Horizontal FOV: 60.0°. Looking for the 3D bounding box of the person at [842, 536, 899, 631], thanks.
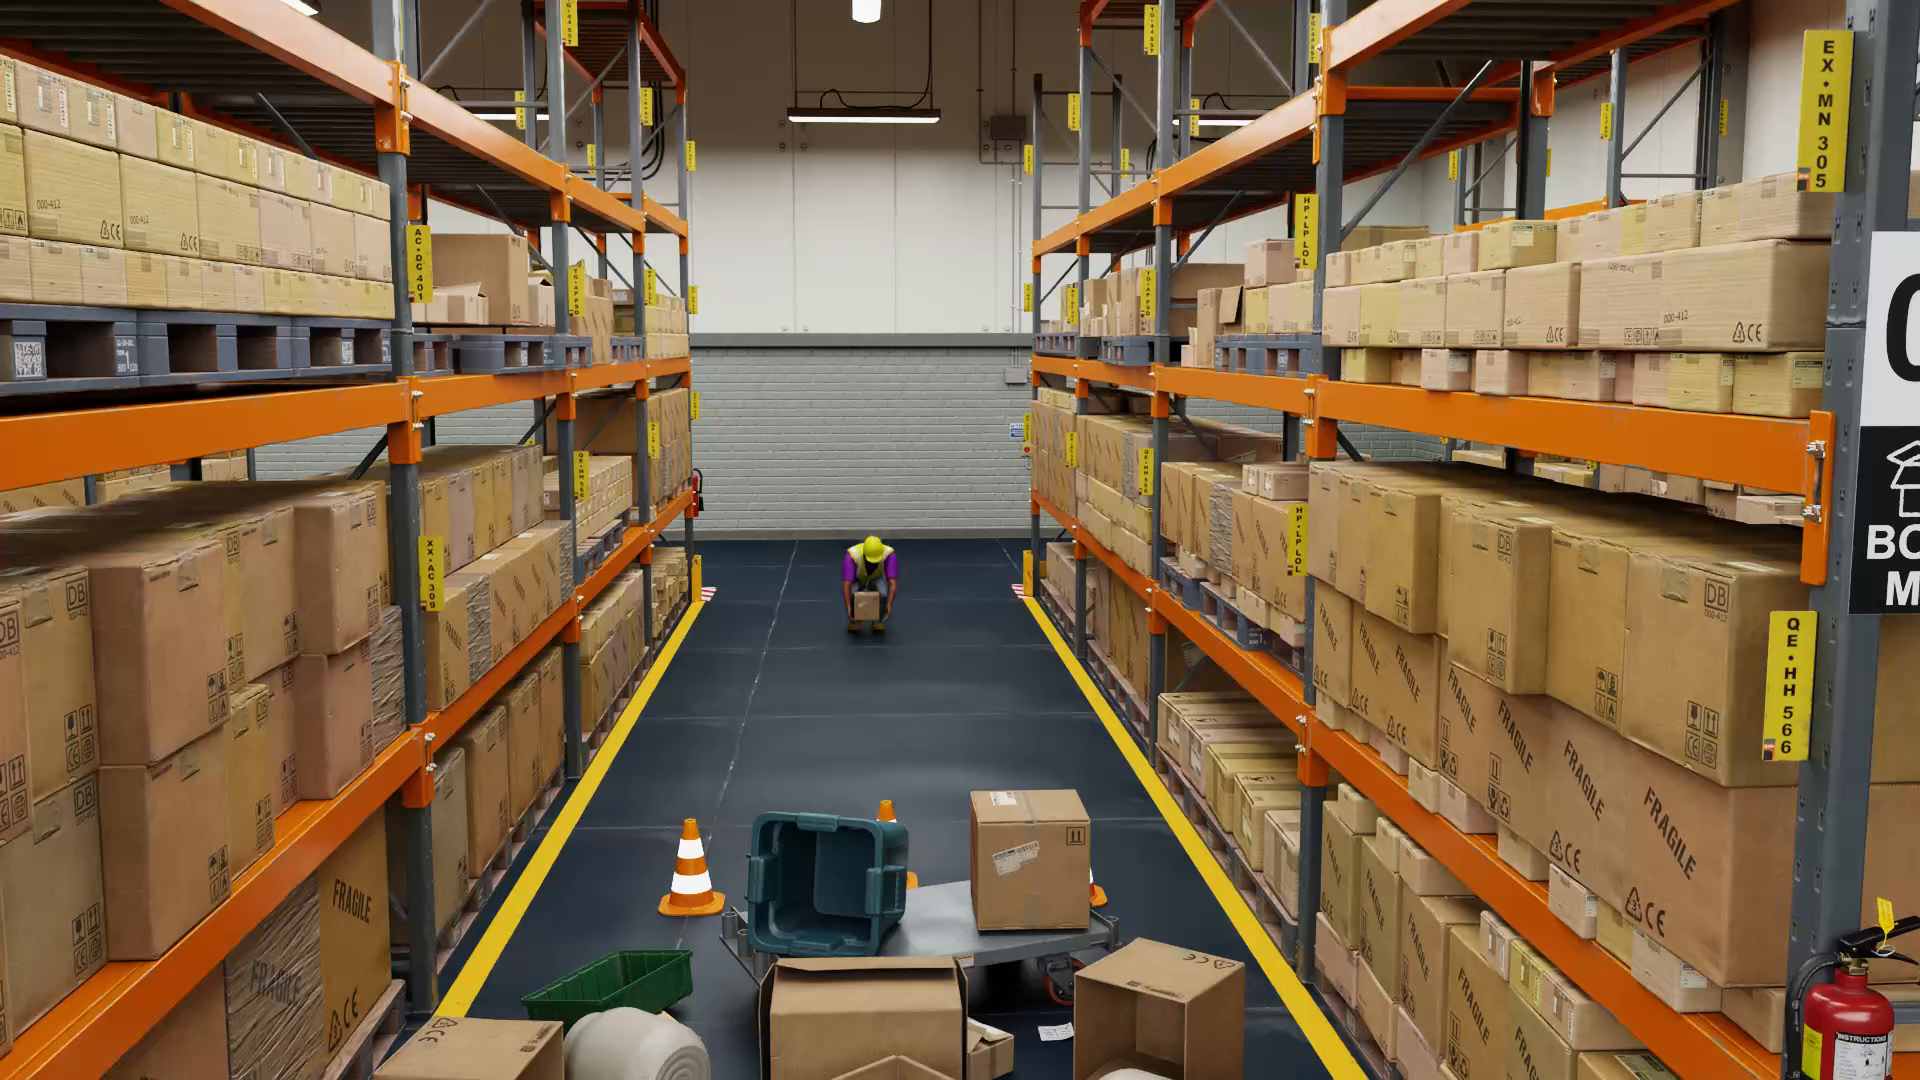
[{"bbox_3d":[-0.926,0.437,17.132,0.583,1.026,0.891,0,7,-4],"label":"person"}]
